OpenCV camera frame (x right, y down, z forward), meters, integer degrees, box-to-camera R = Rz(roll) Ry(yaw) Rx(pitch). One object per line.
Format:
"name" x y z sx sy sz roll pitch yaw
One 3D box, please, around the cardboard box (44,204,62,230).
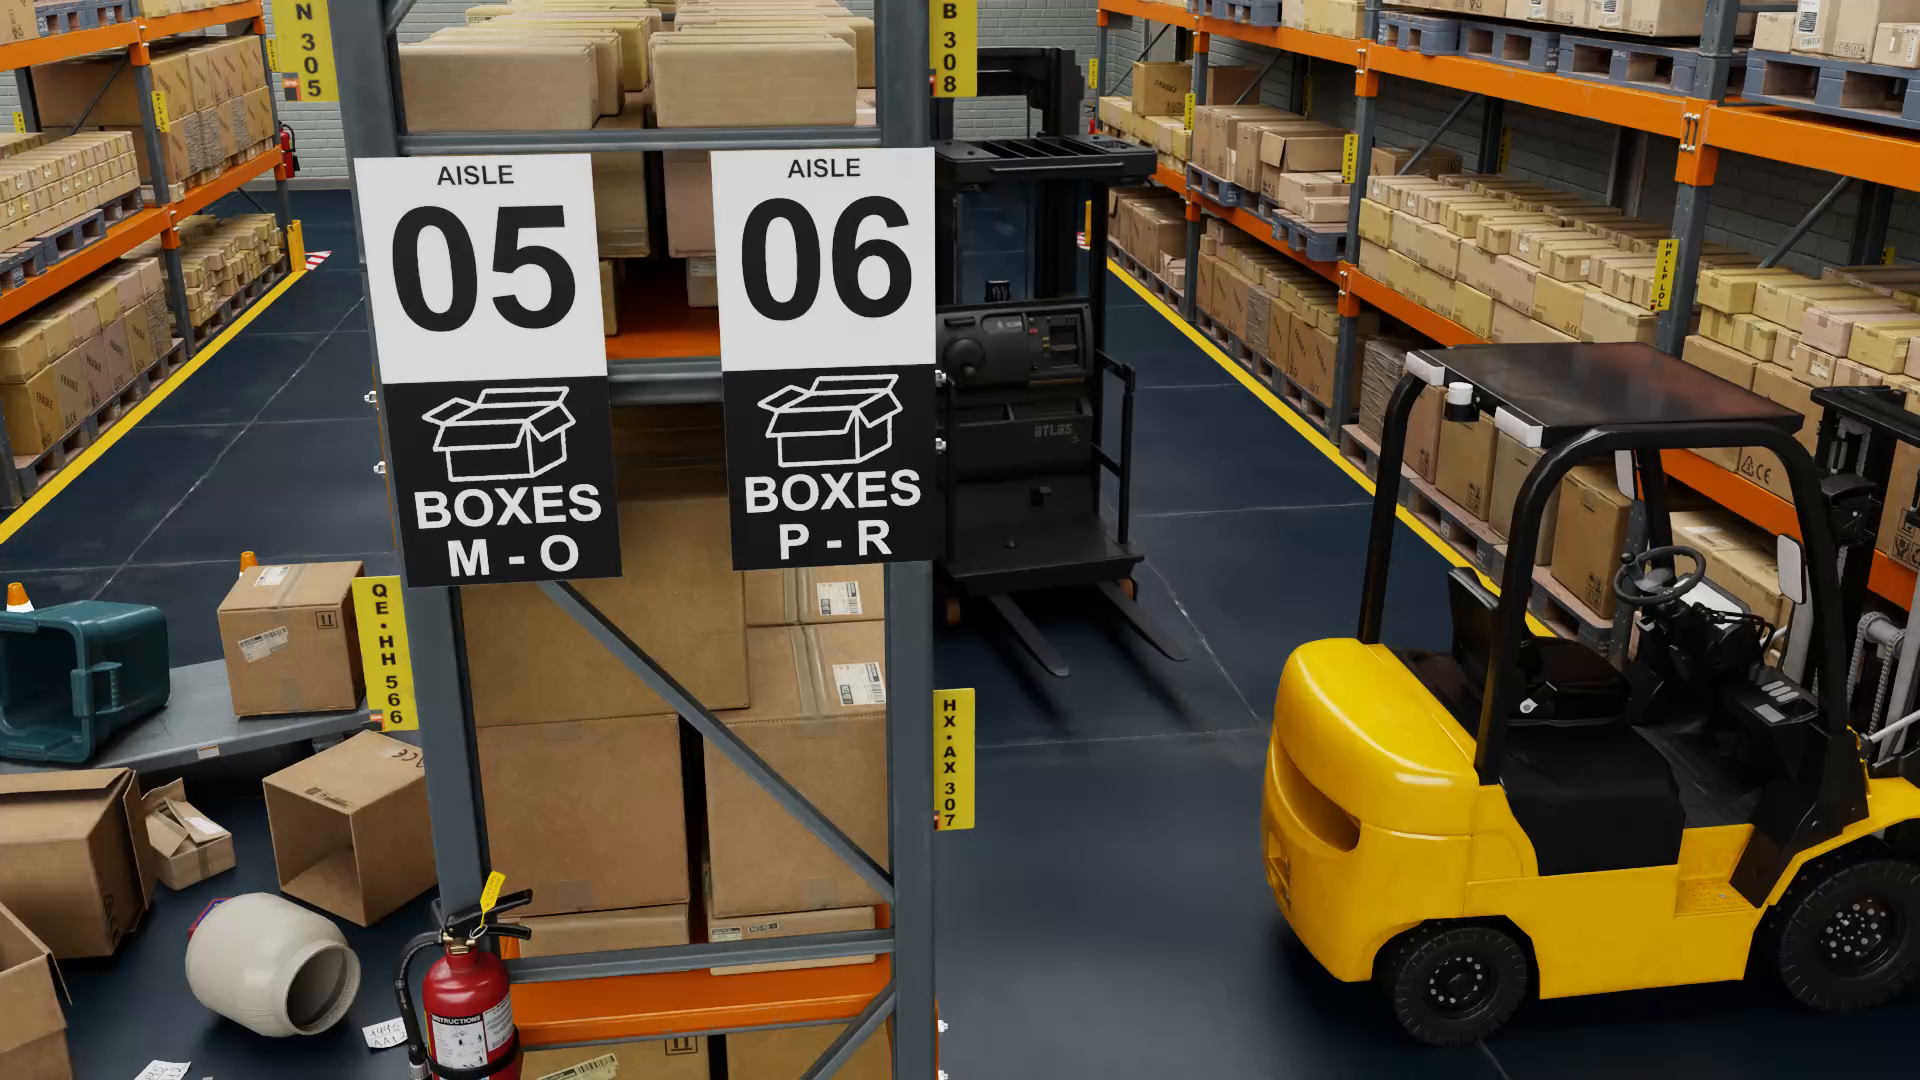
"cardboard box" -6.651 -2.296 11.835 0.380 0.149 0.250 -3 21 -7

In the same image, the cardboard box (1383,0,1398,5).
"cardboard box" 2.952 -3.532 10.691 0.380 0.166 0.250 -3 21 -8

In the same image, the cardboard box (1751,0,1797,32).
"cardboard box" 3.850 -2.579 8.163 0.380 0.149 0.250 -3 21 -8

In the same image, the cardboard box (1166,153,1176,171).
"cardboard box" 2.209 -3.672 16.119 0.380 0.149 0.250 -2 21 -6

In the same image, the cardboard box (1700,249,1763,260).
"cardboard box" 3.918 -1.410 8.633 0.380 0.149 0.250 -3 21 -8

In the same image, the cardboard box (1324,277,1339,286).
"cardboard box" 3.196 -2.100 13.597 0.380 0.149 0.250 -3 21 -7

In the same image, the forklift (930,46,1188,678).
"forklift" 0.344 -1.060 8.864 1.130 2.935 3.031 -6 21 -16

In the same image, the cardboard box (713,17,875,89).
"cardboard box" -0.395 -1.169 3.991 0.380 0.149 0.250 -3 21 -8

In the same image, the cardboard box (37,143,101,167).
"cardboard box" -6.806 -2.933 12.690 0.380 0.149 0.250 -3 21 -8

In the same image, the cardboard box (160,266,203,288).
"cardboard box" -6.996 -2.346 14.834 0.380 0.149 0.250 -2 21 -5

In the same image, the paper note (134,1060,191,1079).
"paper note" -2.636 1.760 5.477 0.148 0.019 0.142 4 21 11

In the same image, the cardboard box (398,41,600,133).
"cardboard box" -0.897 -0.871 3.193 0.380 0.149 0.250 -3 21 -7

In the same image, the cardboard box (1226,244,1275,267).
"cardboard box" 2.578 -2.526 14.737 0.380 0.149 0.250 -4 21 -11

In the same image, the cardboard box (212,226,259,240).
"cardboard box" -7.302 -3.066 16.762 0.380 0.149 0.250 -4 21 -10

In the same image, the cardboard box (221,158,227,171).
"cardboard box" -7.267 -3.605 15.940 0.380 0.149 0.250 -3 21 -7

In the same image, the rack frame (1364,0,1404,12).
"rack frame" 3.202 -4.940 10.580 1.000 3.000 0.127 -3 21 -8

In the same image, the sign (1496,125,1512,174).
"sign" 3.751 -2.701 11.505 0.100 0.325 0.005 -3 21 -8

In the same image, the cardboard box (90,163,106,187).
"cardboard box" -6.801 -2.797 12.751 0.380 0.149 0.250 -4 21 -10

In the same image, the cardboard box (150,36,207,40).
"cardboard box" -7.944 -4.848 16.913 0.500 0.500 0.500 -3 21 -8

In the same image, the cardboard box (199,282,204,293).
"cardboard box" -7.102 -2.286 15.098 0.380 0.149 0.250 -3 21 -8

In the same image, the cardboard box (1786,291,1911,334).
"cardboard box" 3.703 -0.935 6.938 0.380 0.149 0.250 -3 21 -9

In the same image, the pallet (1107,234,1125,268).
"pallet" 2.175 -3.290 18.724 1.003 0.211 1.213 -3 21 -8

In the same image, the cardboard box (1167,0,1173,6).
"cardboard box" 2.188 -5.175 15.856 0.380 0.149 0.250 -3 21 -8

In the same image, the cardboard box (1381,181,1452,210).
"cardboard box" 2.996 -2.262 10.916 0.380 0.149 0.250 -2 21 -7

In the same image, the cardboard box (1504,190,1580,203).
"cardboard box" 3.679 -2.118 10.531 0.380 0.149 0.250 -3 21 -9

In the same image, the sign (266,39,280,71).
"sign" -7.194 -5.074 17.408 0.100 0.325 0.005 -3 21 -8

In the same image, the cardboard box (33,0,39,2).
"cardboard box" -7.077 -4.087 11.836 0.797 0.503 0.637 -3 21 -8

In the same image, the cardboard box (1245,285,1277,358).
"cardboard box" 2.695 -1.824 13.786 0.500 0.500 0.500 -4 21 -10

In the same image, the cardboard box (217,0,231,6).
"cardboard box" -7.280 -5.205 15.792 0.500 0.250 0.500 -2 21 -5

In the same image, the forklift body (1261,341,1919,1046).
"forklift body" 2.276 0.474 5.874 2.313 2.155 1.214 -3 21 -8

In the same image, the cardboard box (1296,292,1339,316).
"cardboard box" 2.816 -1.803 12.803 0.380 0.149 0.250 -4 21 -10

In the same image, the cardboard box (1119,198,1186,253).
"cardboard box" 2.128 -3.410 18.032 0.700 0.500 0.500 -2 21 -6

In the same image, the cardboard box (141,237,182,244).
"cardboard box" -7.798 -2.849 16.182 0.380 0.149 0.250 -3 21 -7

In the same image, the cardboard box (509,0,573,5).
"cardboard box" -1.169 -1.580 5.092 0.380 0.149 0.250 -3 21 -9

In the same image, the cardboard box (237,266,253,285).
"cardboard box" -7.207 -2.607 16.383 0.380 0.149 0.250 -3 21 -7

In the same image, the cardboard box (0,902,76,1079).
"cardboard box" -3.315 1.581 5.263 0.637 0.503 0.797 17 27 39

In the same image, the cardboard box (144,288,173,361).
"cardboard box" -6.814 -1.760 13.614 0.500 0.500 0.500 -3 21 -9

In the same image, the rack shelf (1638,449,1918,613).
"rack shelf" 4.067 0.285 6.194 1.077 0.370 4.000 -3 21 -8

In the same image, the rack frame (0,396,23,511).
"rack frame" -6.593 -1.593 10.194 1.000 3.000 0.127 -3 21 -8

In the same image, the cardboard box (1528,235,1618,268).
"cardboard box" 3.326 -1.556 9.025 0.380 0.149 0.250 -3 21 -9

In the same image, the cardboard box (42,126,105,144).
"cardboard box" -7.519 -3.317 14.243 0.500 0.500 0.500 -3 21 -8

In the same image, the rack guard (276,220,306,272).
"rack guard" -7.736 -3.165 17.977 1.175 0.500 0.348 -3 21 -8

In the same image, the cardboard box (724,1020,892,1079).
"cardboard box" -0.403 1.331 4.623 0.500 0.500 0.500 -4 21 -10

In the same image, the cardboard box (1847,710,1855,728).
"cardboard box" 3.750 0.820 6.349 0.500 0.250 0.500 -3 21 -8

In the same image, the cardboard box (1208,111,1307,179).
"cardboard box" 2.548 -3.400 14.288 0.700 0.500 0.500 -3 21 -7

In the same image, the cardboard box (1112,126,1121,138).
"cardboard box" 1.907 -4.568 18.518 0.380 0.149 0.250 -2 21 -6

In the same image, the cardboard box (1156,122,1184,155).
"cardboard box" 2.223 -3.920 16.214 0.500 0.250 0.500 -3 21 -8

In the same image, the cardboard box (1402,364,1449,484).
"cardboard box" 3.380 -0.771 10.787 0.875 0.625 0.625 -2 21 -6

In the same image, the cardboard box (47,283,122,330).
"cardboard box" -6.661 -1.749 12.512 0.500 0.250 0.500 -4 21 -10

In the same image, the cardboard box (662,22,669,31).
"cardboard box" -1.340 -1.801 6.252 0.500 0.250 0.500 -3 21 -9

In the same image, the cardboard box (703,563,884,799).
"cardboard box" -0.428 0.349 4.427 0.500 0.500 0.500 -2 21 -6

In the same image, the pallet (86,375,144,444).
"pallet" -6.877 -0.979 12.535 1.003 0.211 1.213 -3 21 -8

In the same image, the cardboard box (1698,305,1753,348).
"cardboard box" 3.564 -0.971 7.460 0.380 0.149 0.250 -3 21 -9

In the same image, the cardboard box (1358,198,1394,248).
"cardboard box" 2.999 -2.126 11.121 0.500 0.250 0.500 -3 21 -8

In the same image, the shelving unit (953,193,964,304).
"shelving unit" -0.252 -1.256 10.577 0.431 2.100 0.503 -6 21 -16

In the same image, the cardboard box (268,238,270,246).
"cardboard box" -7.404 -3.102 17.283 0.380 0.149 0.250 -3 21 -9

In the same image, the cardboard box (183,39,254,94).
"cardboard box" -7.361 -4.696 16.505 0.500 0.500 0.500 -4 21 -10

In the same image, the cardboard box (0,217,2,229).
"cardboard box" -6.505 -2.083 10.839 0.380 0.149 0.250 -2 21 -5

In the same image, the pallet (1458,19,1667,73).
"pallet" 3.552 -2.828 9.485 1.003 0.211 1.213 -2 21 -5
